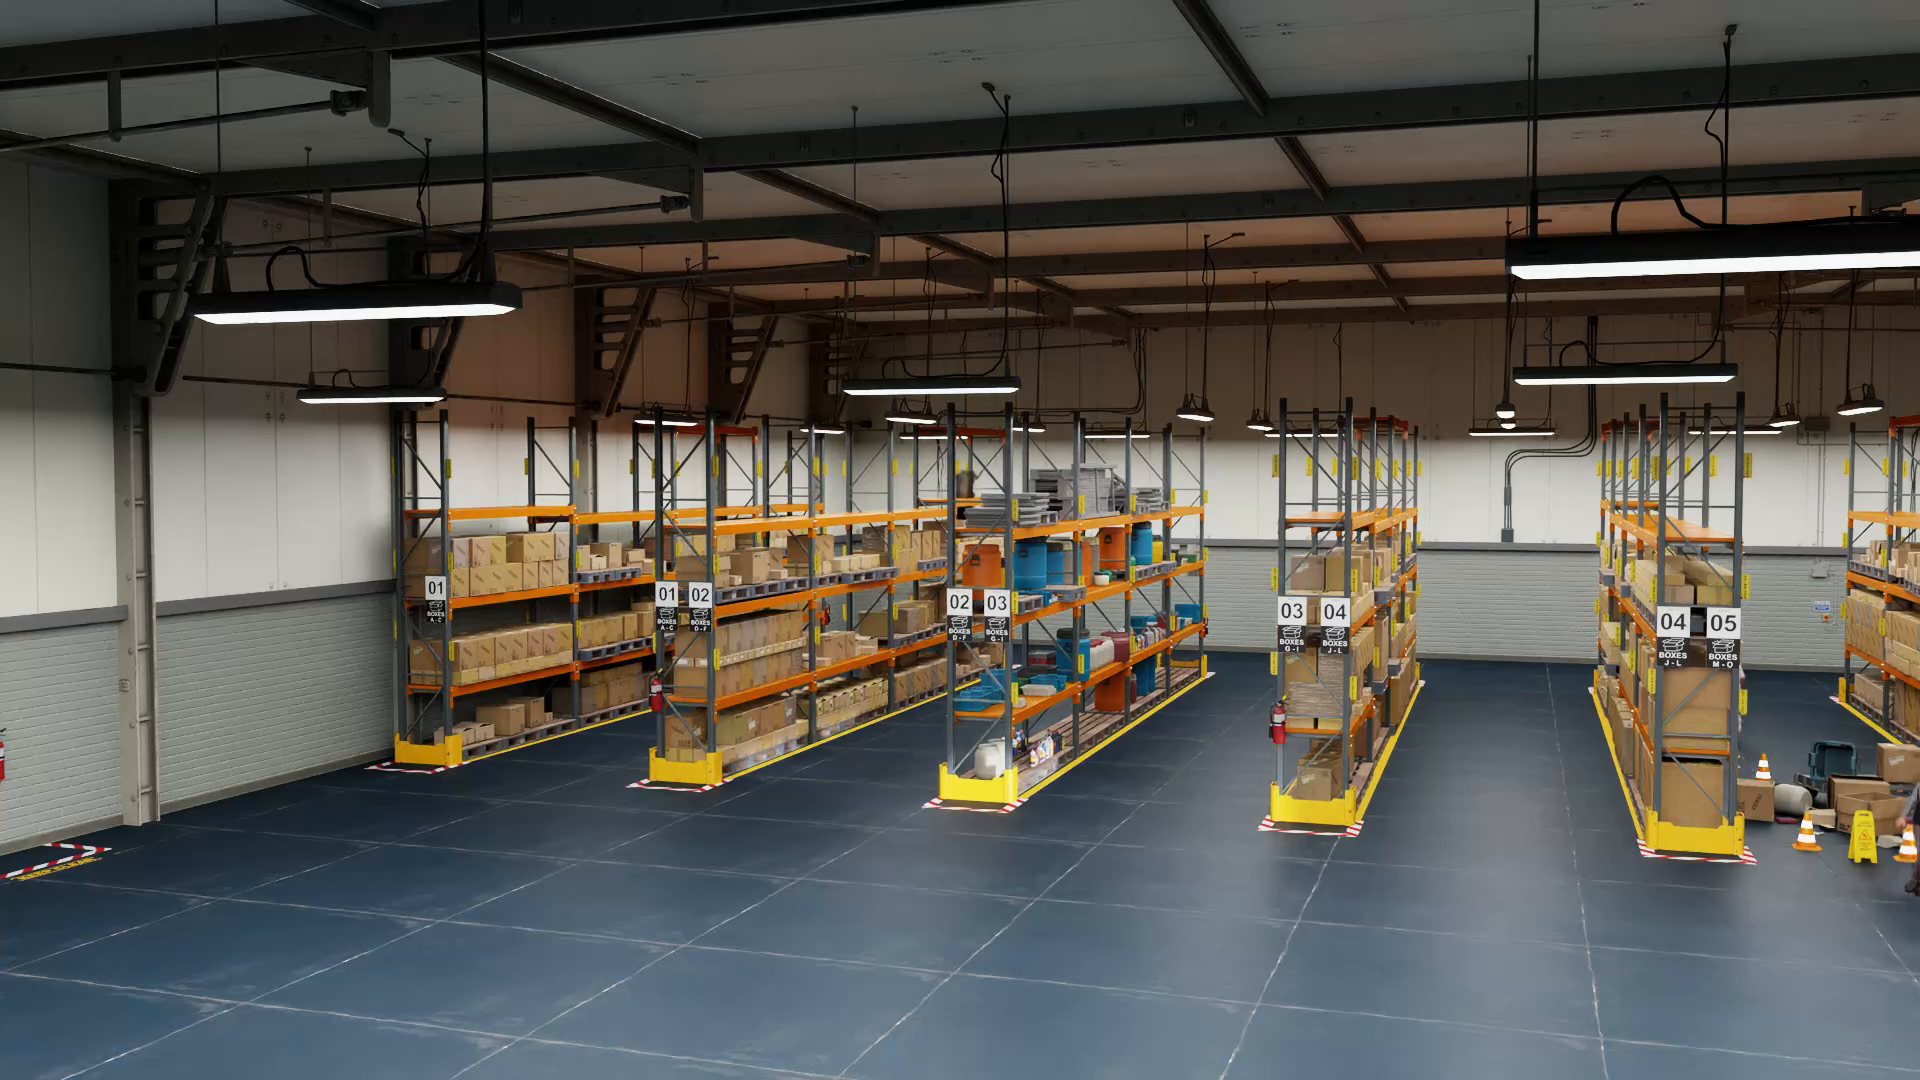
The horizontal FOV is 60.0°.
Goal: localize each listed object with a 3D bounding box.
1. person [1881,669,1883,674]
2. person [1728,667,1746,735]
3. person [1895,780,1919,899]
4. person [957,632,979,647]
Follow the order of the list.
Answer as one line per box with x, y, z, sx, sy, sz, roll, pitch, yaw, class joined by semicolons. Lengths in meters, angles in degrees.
20.397;2.634;36.221;0.635;1.722;0.568;1;3;30;person
14.312;2.877;30.956;0.593;1.609;0.589;0;2;11;person
11.258;3.345;19.162;0.655;1.684;0.653;0;2;2;person
0.103;2.249;43.819;1.066;1.791;0.646;1;3;31;person
